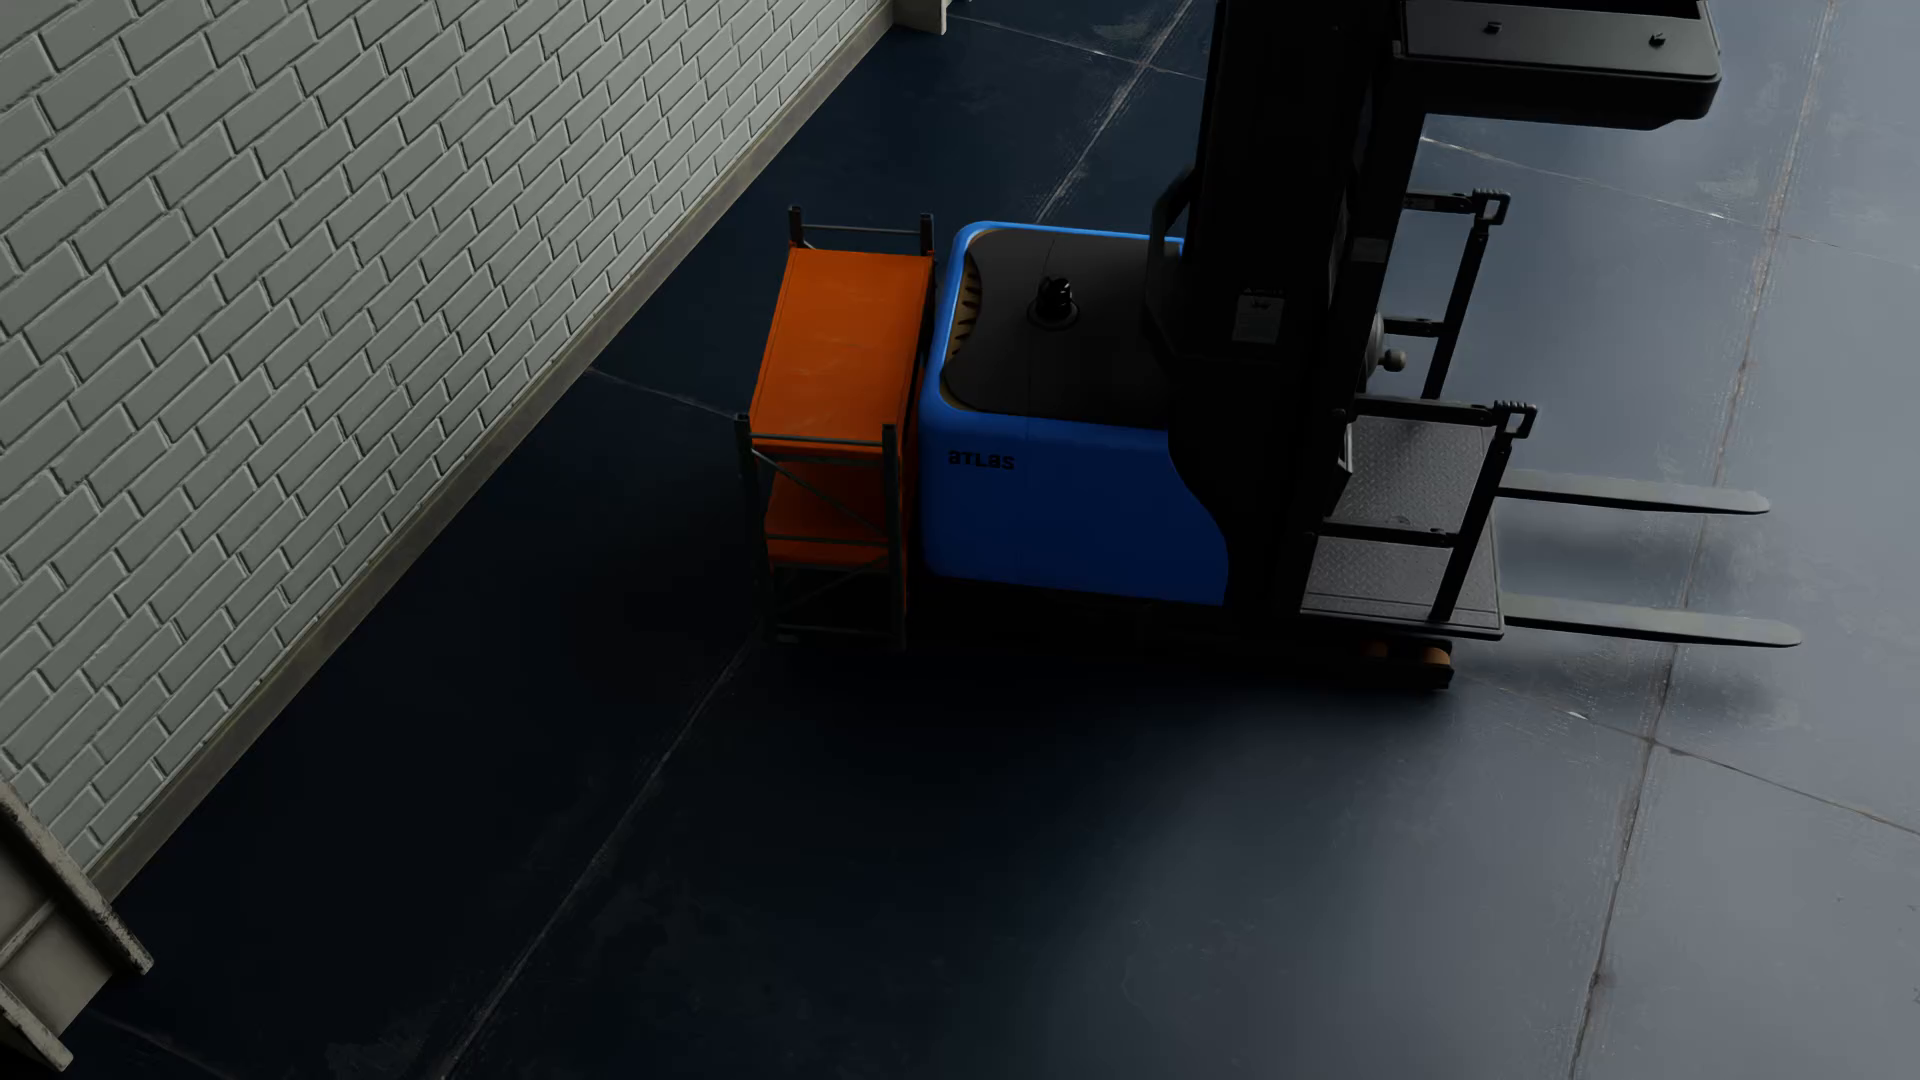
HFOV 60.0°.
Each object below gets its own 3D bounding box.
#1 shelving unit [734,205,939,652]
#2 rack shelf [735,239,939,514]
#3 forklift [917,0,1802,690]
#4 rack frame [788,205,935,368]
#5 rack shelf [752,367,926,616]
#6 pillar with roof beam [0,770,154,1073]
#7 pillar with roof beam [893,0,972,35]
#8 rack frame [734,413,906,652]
[{"bbox_3d":[-0.393,-0.381,5.835,0.538,1.125,1.048,4,50,4],"label":"shelving unit"},{"bbox_3d":[-0.393,-0.571,5.613,0.538,0.278,1.000,4,50,4],"label":"rack shelf"},{"bbox_3d":[1.410,-0.861,5.058,3.031,2.935,1.130,6,50,5],"label":"forklift"},{"bbox_3d":[-0.343,-0.766,6.163,0.500,1.125,0.032,4,50,4],"label":"rack frame"},{"bbox_3d":[-0.392,-0.223,6.022,0.538,0.278,1.000,4,50,4],"label":"rack shelf"},{"bbox_3d":[1.182,-0.127,0.449,9.100,9.000,0.400,20,52,16],"label":"pillar with roof beam"},{"bbox_3d":[3.745,-4.258,3.965,9.100,9.000,0.400,20,52,16],"label":"pillar with roof beam"},{"bbox_3d":[-0.442,0.004,5.508,0.500,1.125,0.032,4,50,4],"label":"rack frame"}]
